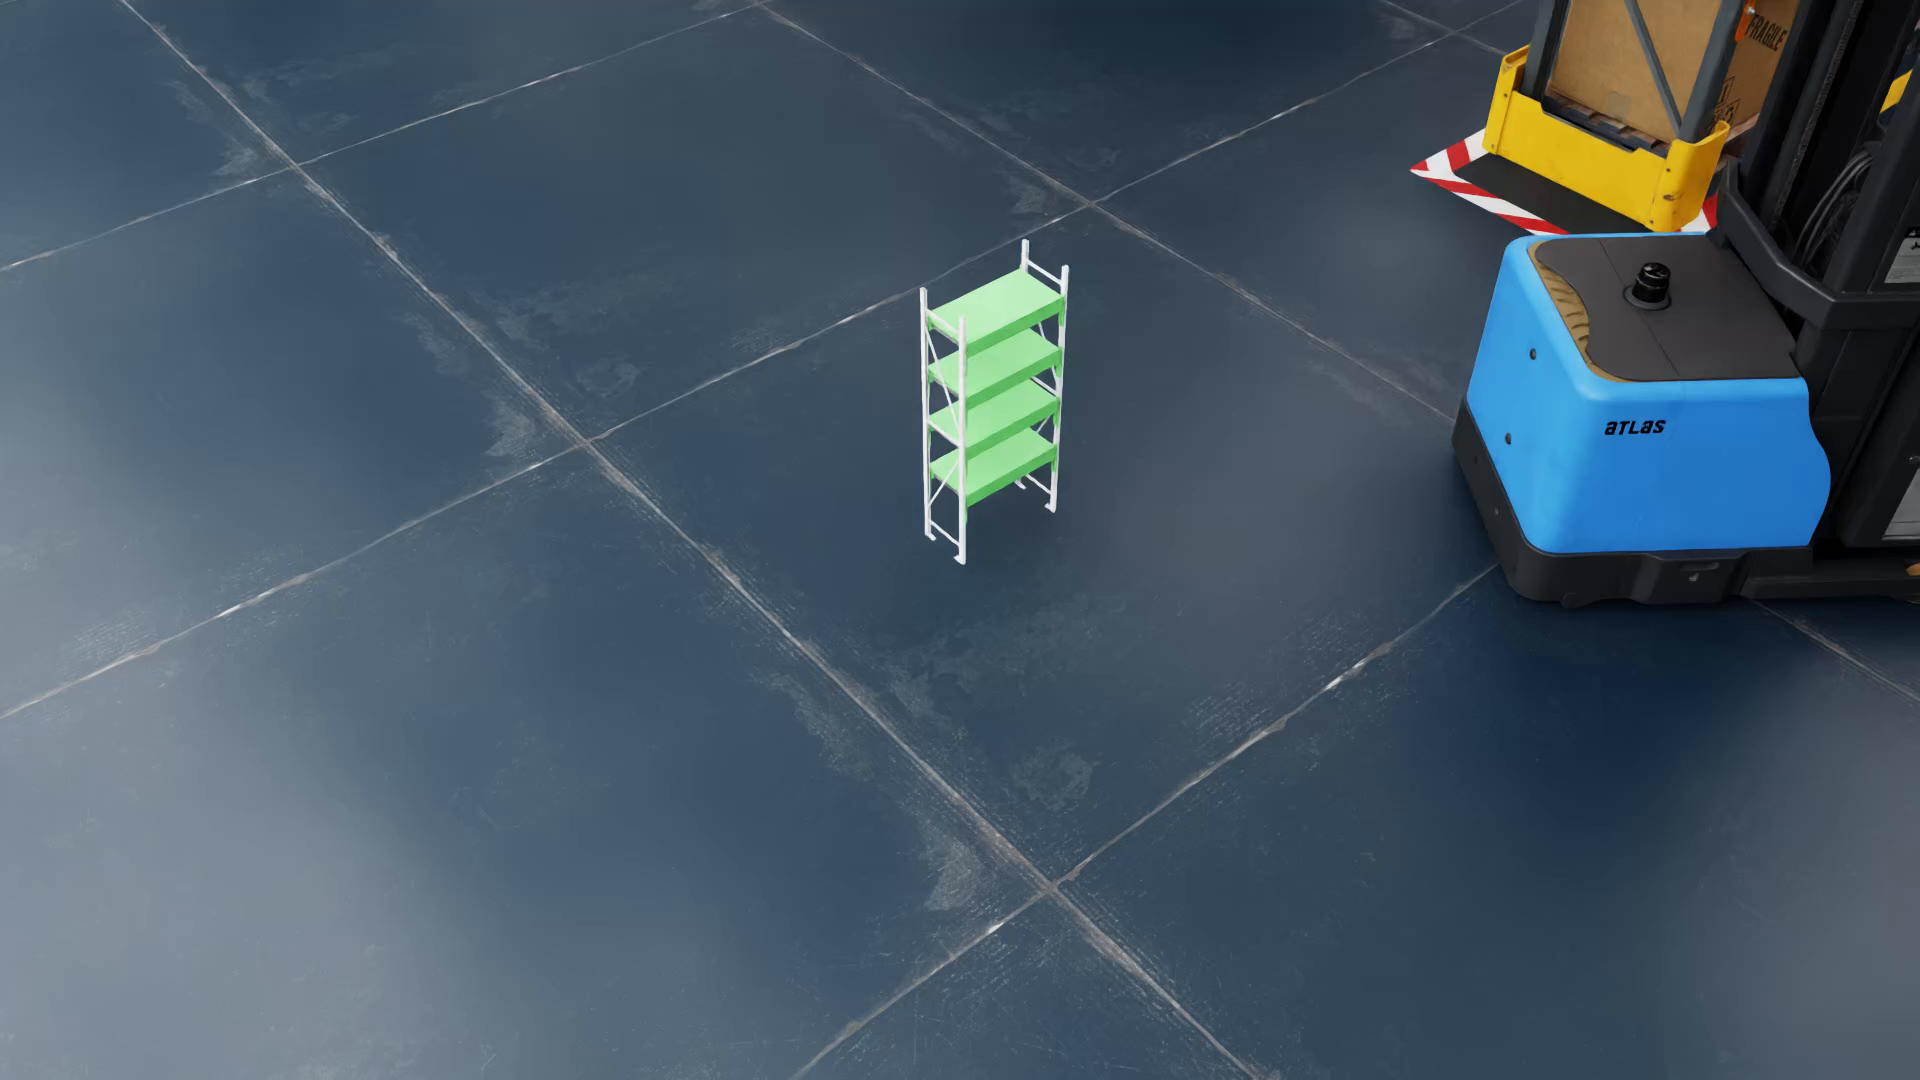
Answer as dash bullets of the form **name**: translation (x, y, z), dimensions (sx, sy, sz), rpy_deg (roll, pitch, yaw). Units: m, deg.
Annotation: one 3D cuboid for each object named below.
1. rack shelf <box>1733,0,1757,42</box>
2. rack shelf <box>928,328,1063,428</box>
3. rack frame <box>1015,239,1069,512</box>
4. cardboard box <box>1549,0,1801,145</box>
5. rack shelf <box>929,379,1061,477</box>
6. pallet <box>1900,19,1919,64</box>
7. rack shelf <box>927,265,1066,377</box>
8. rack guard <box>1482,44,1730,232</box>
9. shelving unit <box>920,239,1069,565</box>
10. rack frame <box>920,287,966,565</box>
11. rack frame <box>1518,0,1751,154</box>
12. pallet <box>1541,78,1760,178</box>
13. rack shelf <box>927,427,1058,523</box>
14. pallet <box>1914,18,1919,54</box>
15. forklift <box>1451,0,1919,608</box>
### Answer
- **rack shelf**: translation (4.866, -3.630, 8.949), dimensions (4.000, 0.370, 1.077), rpy_deg (-30, 51, -28)
- **rack shelf**: translation (0.127, -0.638, 6.296), dimensions (0.480, 0.148, 0.258), rpy_deg (-30, 51, -28)
- **rack frame**: translation (0.314, -0.617, 6.531), dimensions (0.015, 1.200, 0.240), rpy_deg (-30, 51, -28)
- **cardboard box**: translation (3.809, -2.725, 8.706), dimensions (0.875, 0.875, 0.875), rpy_deg (-29, 51, -28)
- **rack shelf**: translation (0.127, -0.463, 6.460), dimensions (0.480, 0.148, 0.258), rpy_deg (-30, 51, -28)
- **pallet**: translation (4.830, -2.923, 9.708), dimensions (1.213, 0.211, 1.003), rpy_deg (-30, 51, -28)
- **rack shelf**: translation (0.127, -0.813, 6.132), dimensions (0.480, 0.148, 0.258), rpy_deg (-30, 51, -28)
- **rack guard**: translation (3.313, -2.092, 8.612), dimensions (0.348, 0.500, 1.175), rpy_deg (-30, 51, -28)
- **shelving unit**: translation (0.127, -0.510, 6.417), dimensions (0.503, 1.200, 0.258), rpy_deg (-30, 51, -28)
- **rack frame**: translation (-0.060, -0.403, 6.303), dimensions (0.015, 1.200, 0.240), rpy_deg (-30, 51, -28)
- **rack frame**: translation (3.332, -3.014, 7.768), dimensions (0.127, 3.000, 1.000), rpy_deg (-30, 51, -28)
- **pallet**: translation (3.895, -2.389, 9.140), dimensions (1.213, 0.211, 1.003), rpy_deg (-30, 51, -28)
- **rack shelf**: translation (0.127, -0.289, 6.625), dimensions (0.480, 0.148, 0.258), rpy_deg (-30, 51, -28)
- **pallet**: translation (5.766, -3.461, 10.281), dimensions (1.213, 0.211, 1.003), rpy_deg (-30, 51, -28)
- **forklift**: translation (3.627, -1.184, 5.869), dimensions (3.031, 2.935, 1.130), rpy_deg (-2, 43, -2)
